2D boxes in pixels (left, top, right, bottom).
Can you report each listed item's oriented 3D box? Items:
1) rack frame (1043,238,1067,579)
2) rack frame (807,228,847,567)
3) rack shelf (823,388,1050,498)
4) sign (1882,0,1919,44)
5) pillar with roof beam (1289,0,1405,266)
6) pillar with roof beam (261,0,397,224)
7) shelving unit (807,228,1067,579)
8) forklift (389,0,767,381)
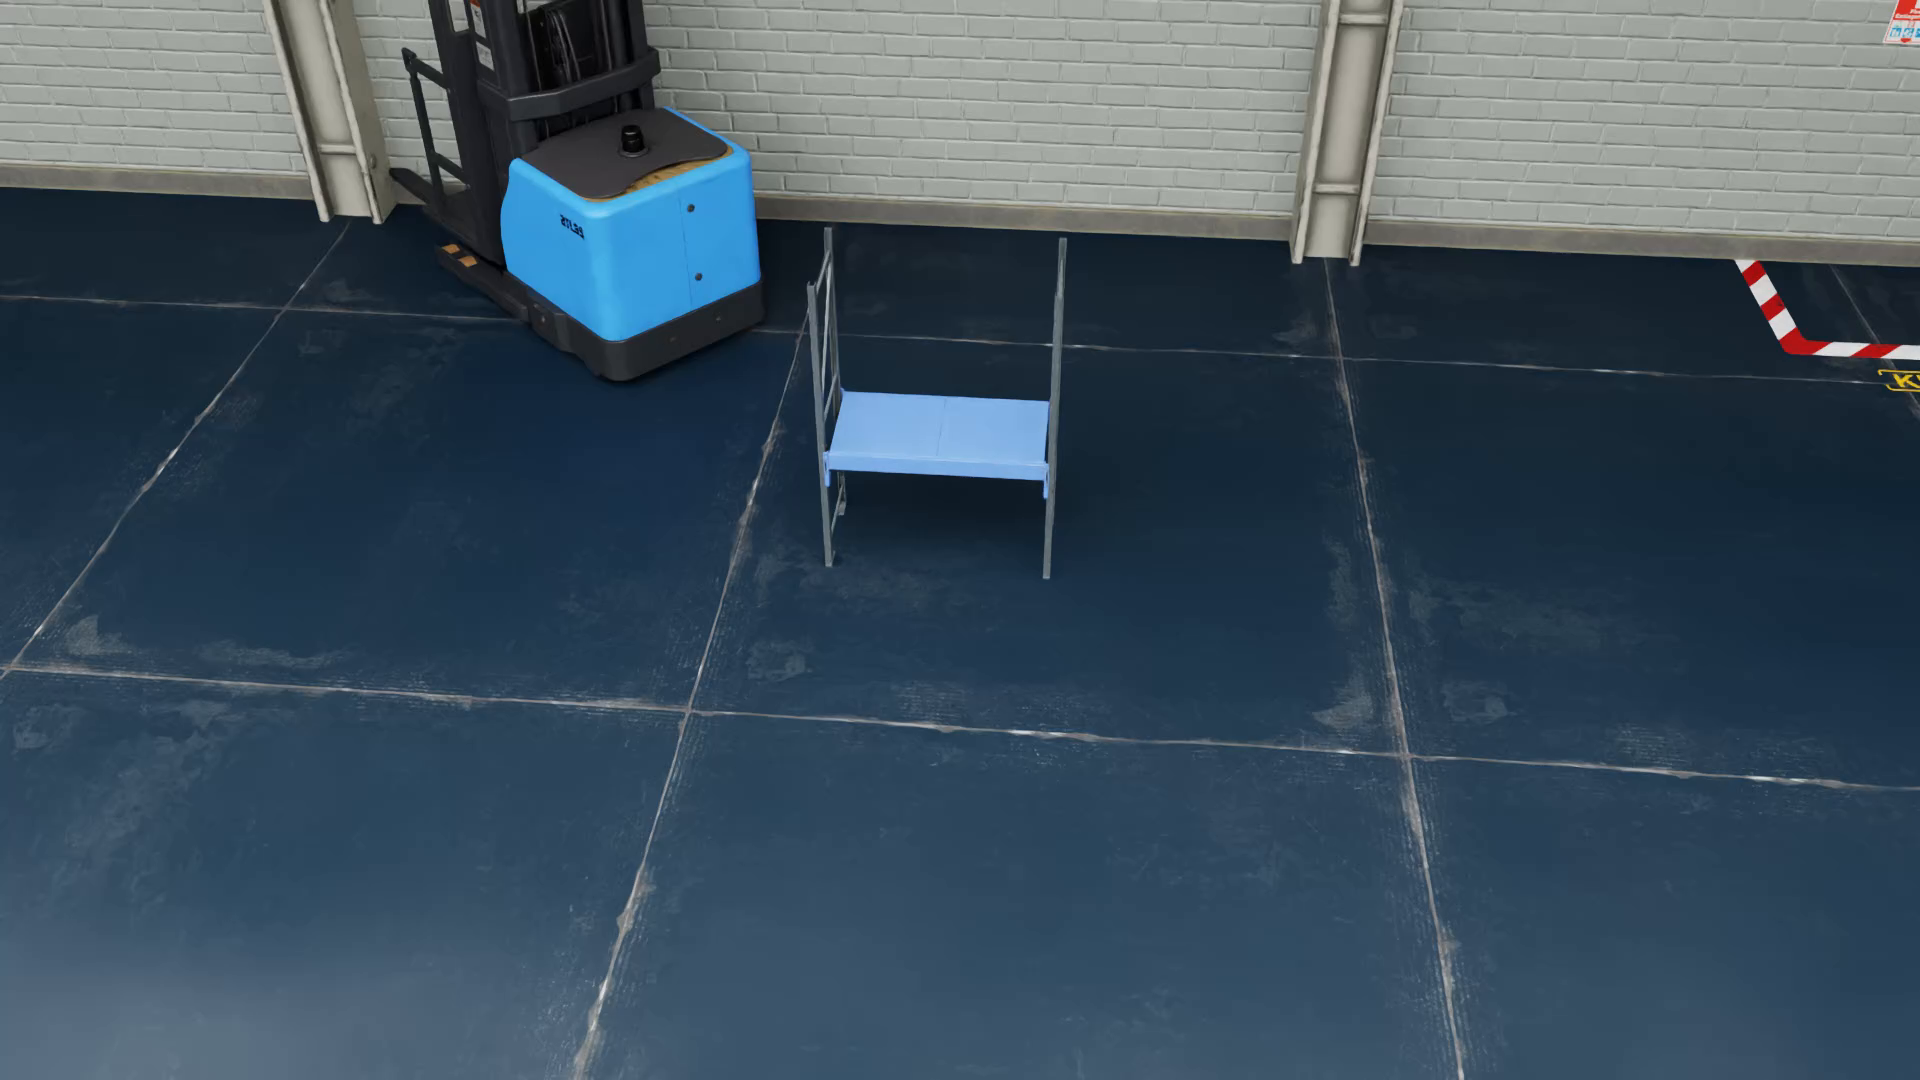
[{"bbox_3d":[0.421,-0.559,7.419,0.032,1.500,0.500,3,39,4],"label":"rack frame"},{"bbox_3d":[-0.591,-0.614,7.487,0.032,1.500,0.500,3,39,4],"label":"rack frame"},{"bbox_3d":[-0.085,-0.447,7.566,1.000,0.185,0.538,3,39,4],"label":"rack shelf"},{"bbox_3d":[5.178,-2.849,9.016,0.234,0.329,0.001,3,39,4],"label":"sign"},{"bbox_3d":[1.830,-2.528,3.897,0.400,9.000,9.100,3,39,4],"label":"pillar with roof beam"},{"bbox_3d":[-4.148,-2.854,4.299,0.400,9.000,9.100,3,39,4],"label":"pillar with roof beam"},{"bbox_3d":[-0.085,-0.586,7.453,1.048,1.500,0.538,3,39,4],"label":"shelving unit"},{"bbox_3d":[-2.452,-2.827,9.072,1.130,2.935,3.031,-30,48,-32],"label":"forklift"}]
